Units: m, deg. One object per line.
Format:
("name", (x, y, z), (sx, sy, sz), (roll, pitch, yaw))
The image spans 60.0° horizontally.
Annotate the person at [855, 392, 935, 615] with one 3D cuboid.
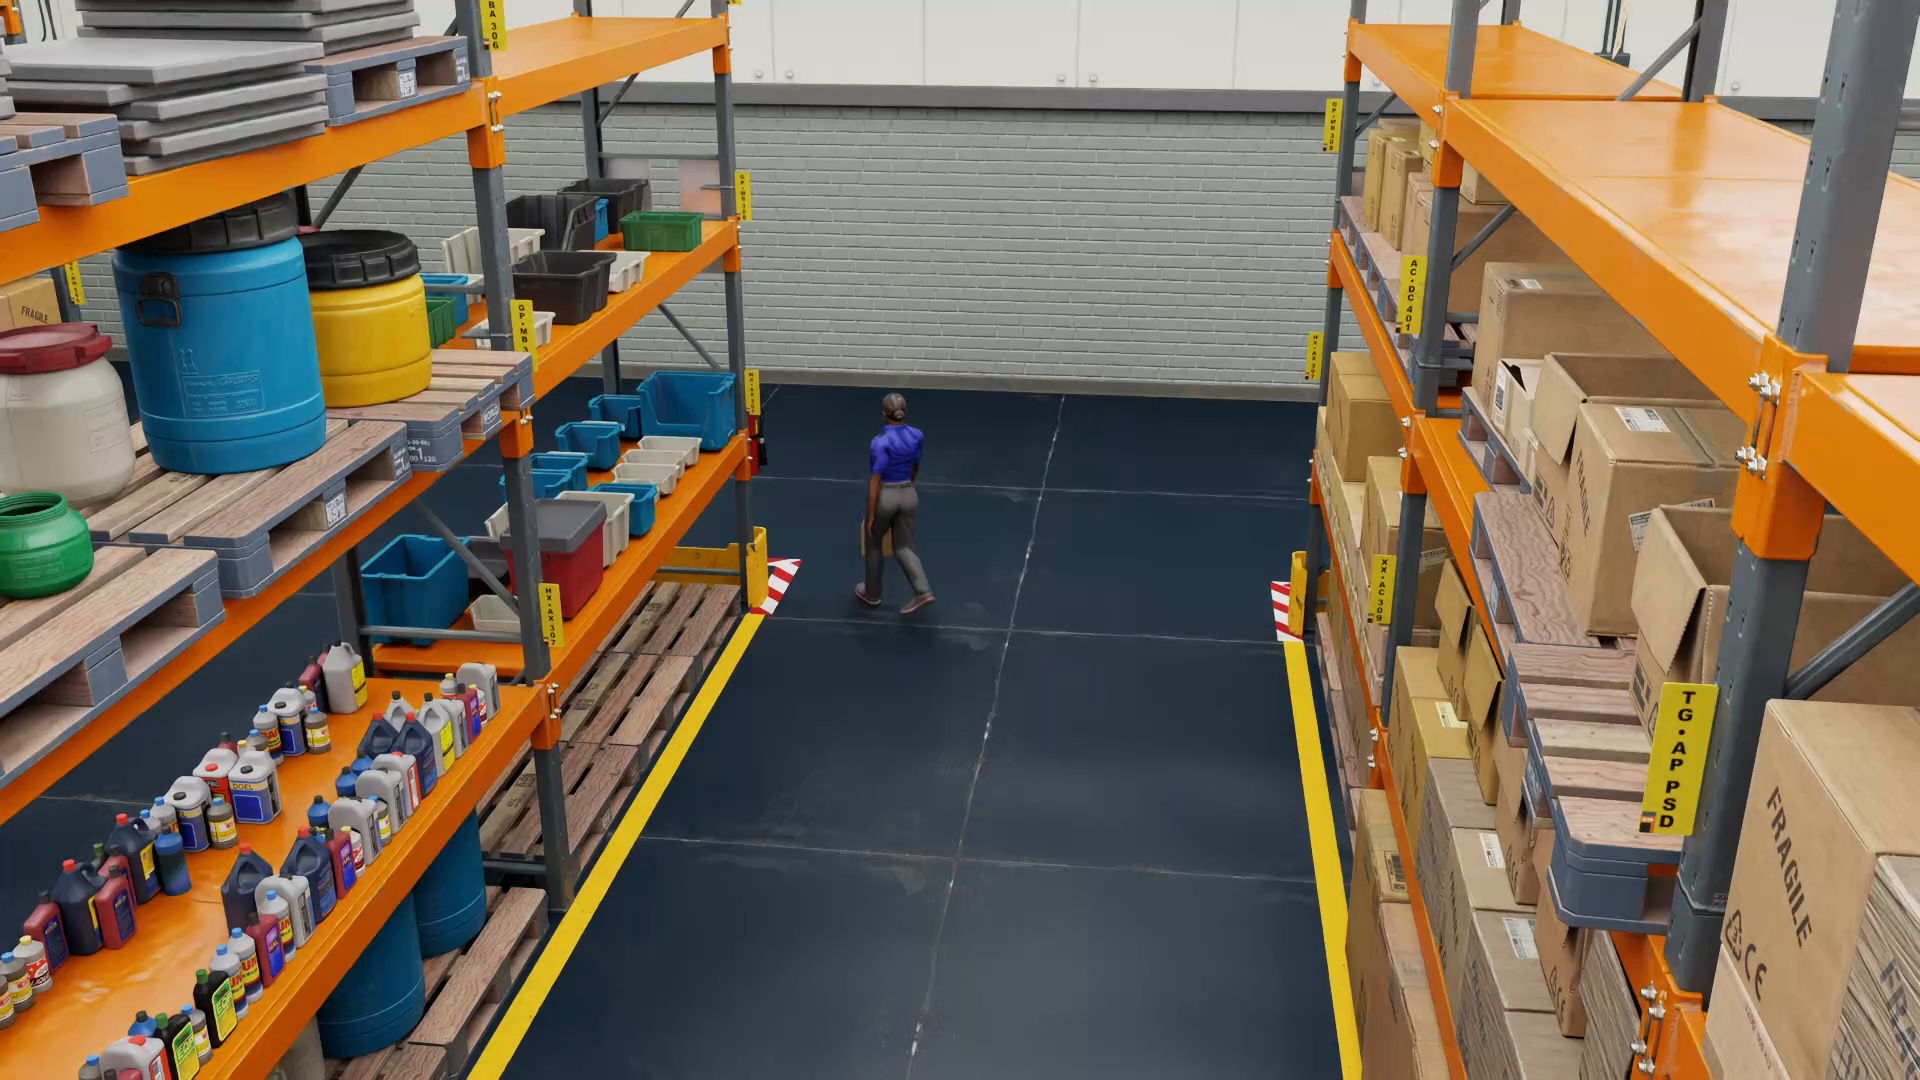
("person", (-0.476, -0.253, 11.744), (0.499, 1.621, 0.830), (-11, 24, -25))
